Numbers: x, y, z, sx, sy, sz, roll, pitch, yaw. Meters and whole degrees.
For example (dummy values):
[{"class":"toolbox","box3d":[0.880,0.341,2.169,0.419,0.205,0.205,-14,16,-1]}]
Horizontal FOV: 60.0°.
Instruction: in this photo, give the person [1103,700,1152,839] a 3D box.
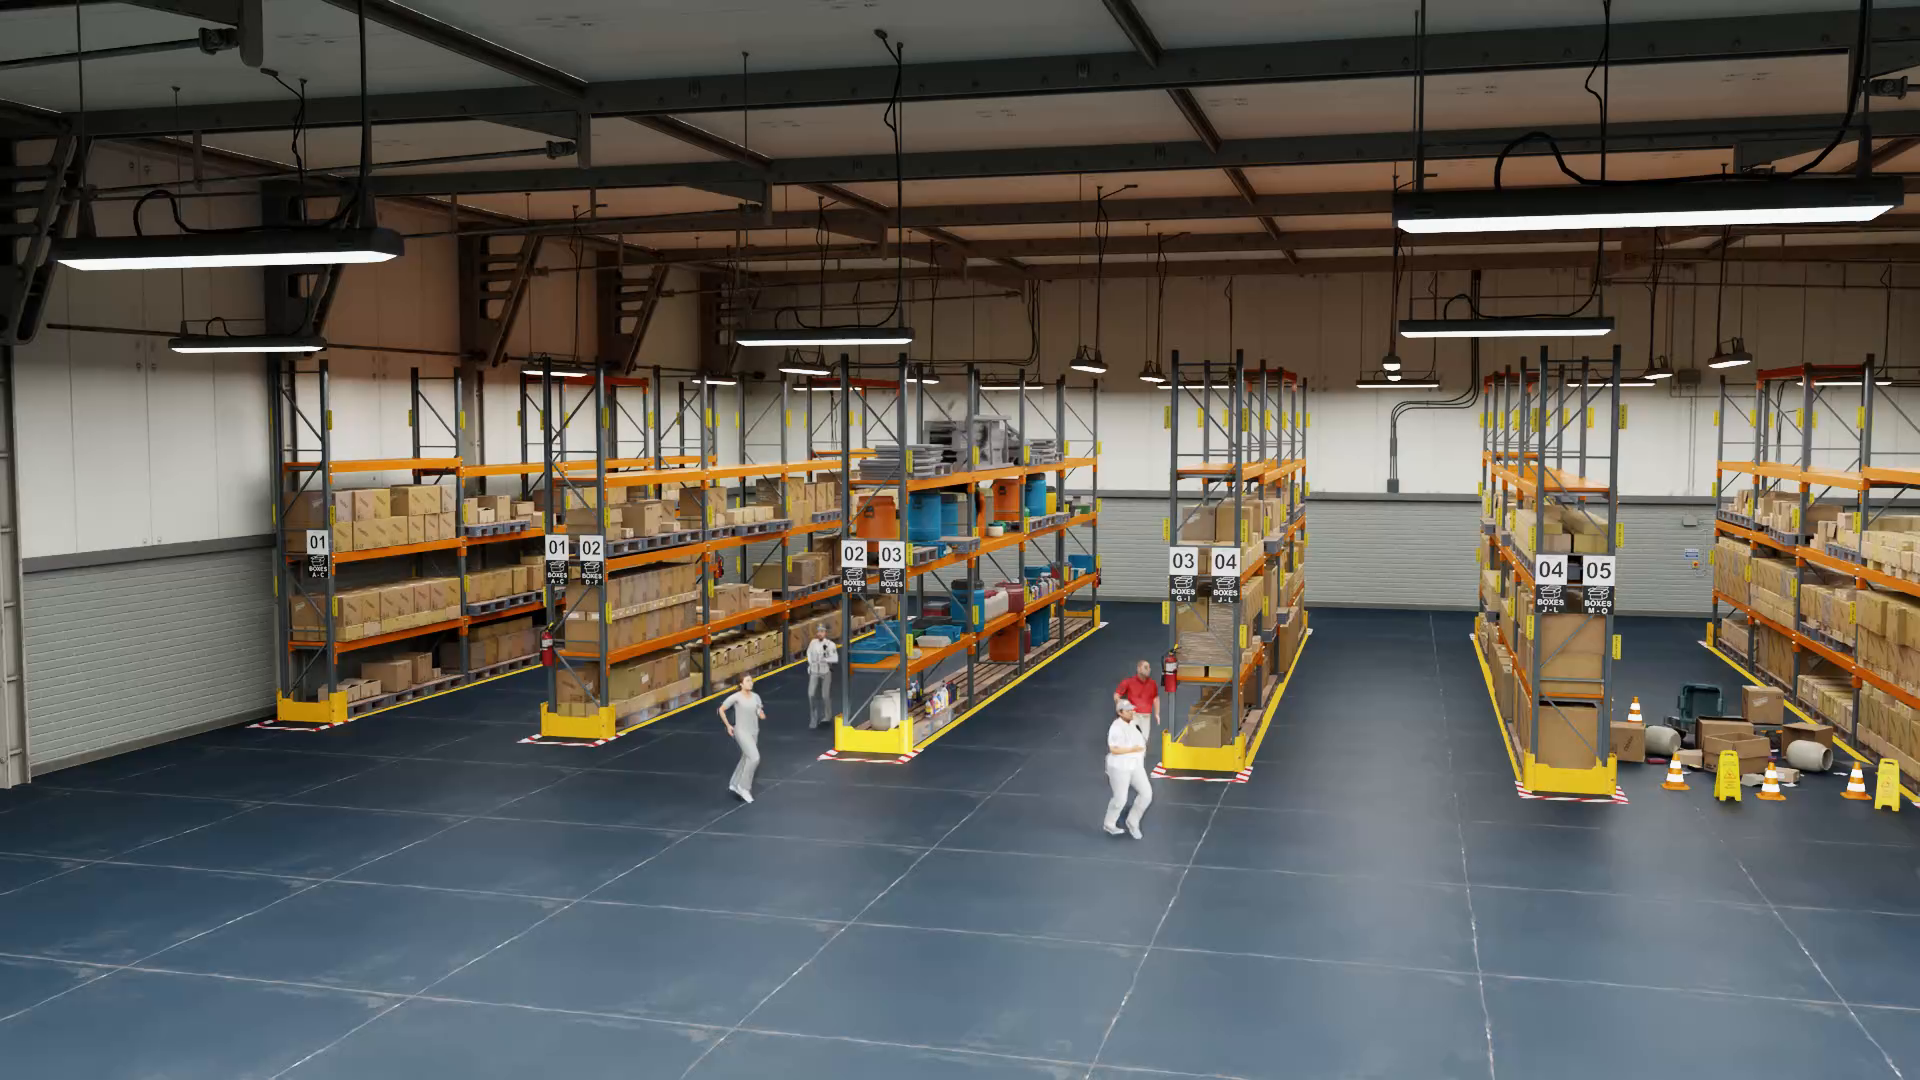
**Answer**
[{"class":"person","box3d":[2.010,2.757,19.877,0.583,1.700,0.660,-4,6,-42]}]

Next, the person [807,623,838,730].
[{"class":"person","box3d":[-2.270,2.214,27.162,0.576,1.753,0.751,1,4,10]}]

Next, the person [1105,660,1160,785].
[{"class":"person","box3d":[2.462,2.506,23.110,0.738,1.681,0.706,-2,5,-25]}]

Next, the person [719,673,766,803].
[{"class":"person","box3d":[-2.823,2.602,21.929,0.712,1.676,0.535,3,5,37]}]
